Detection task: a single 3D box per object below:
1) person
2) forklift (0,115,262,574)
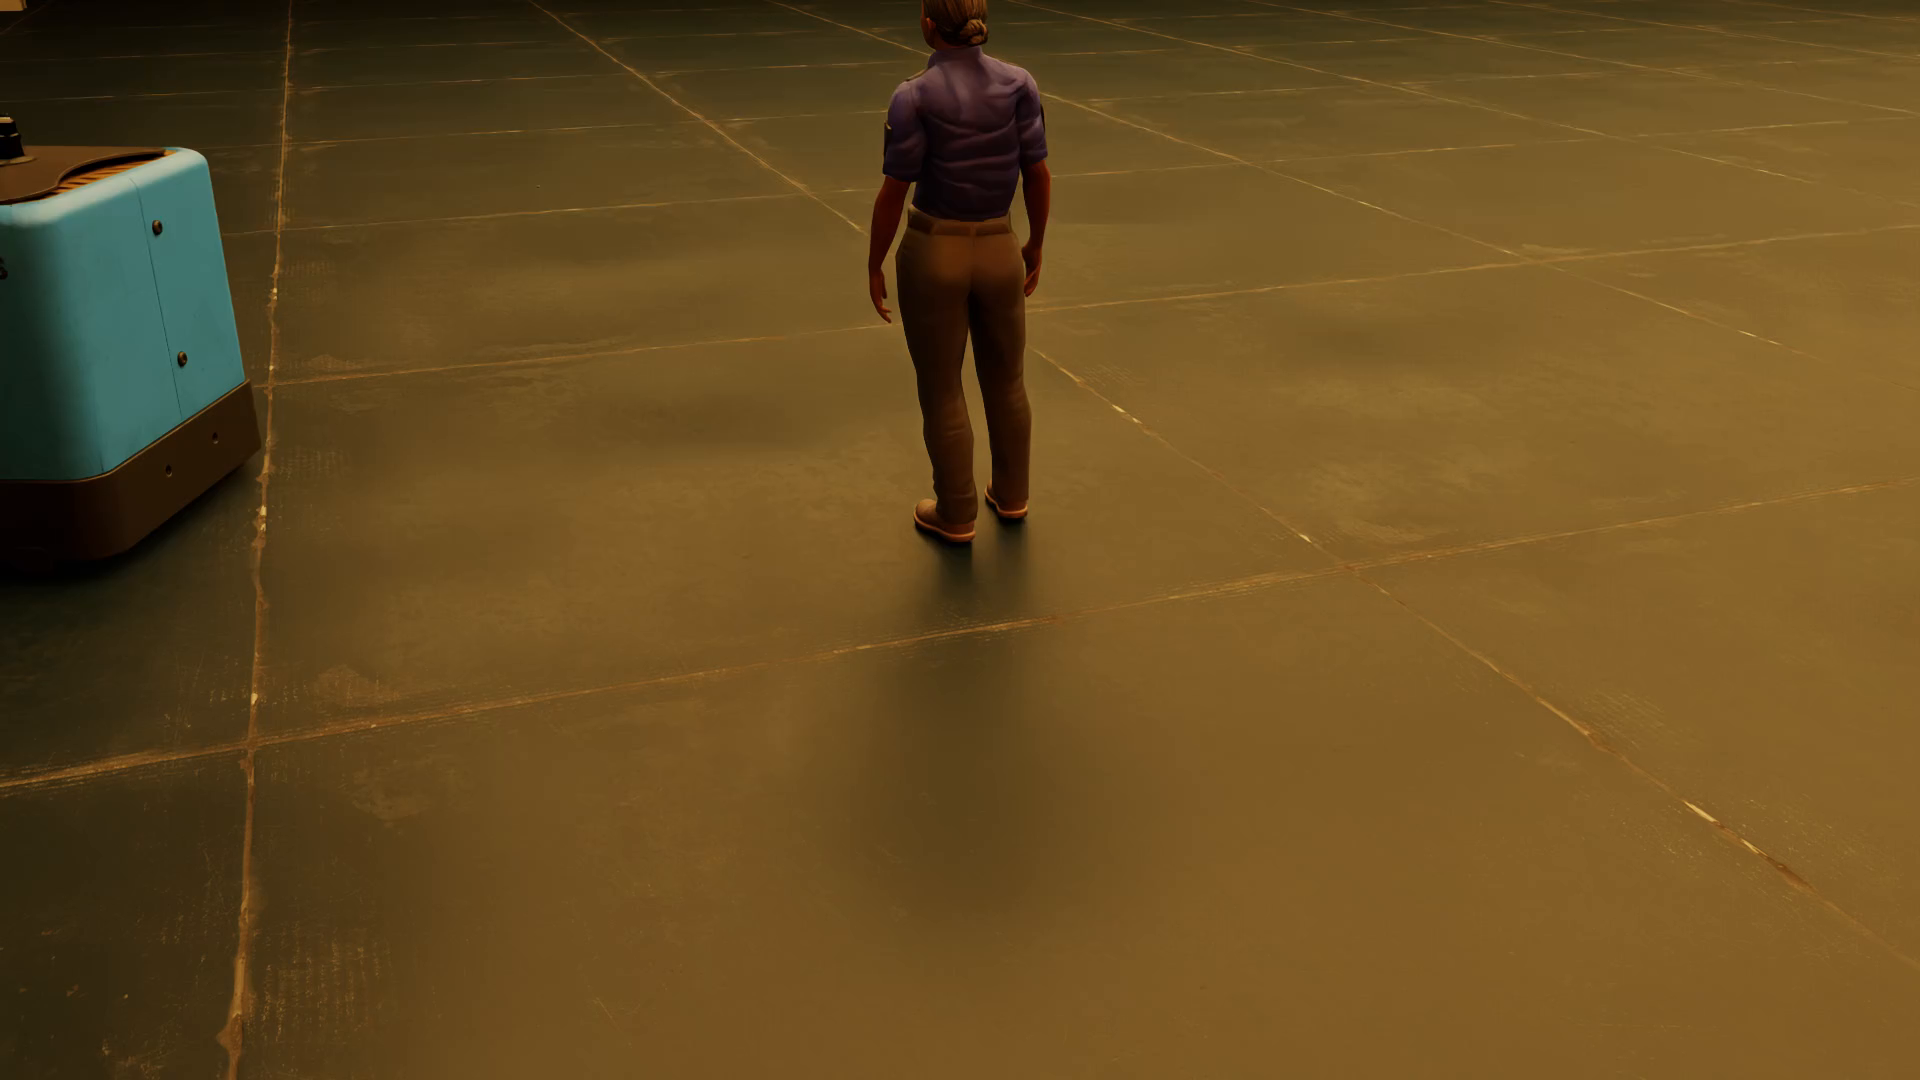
[{"bbox_3d":[-0.011,-0.804,4.838,0.569,1.656,0.503,-8,24,-18],"label":"person"},{"bbox_3d":[-3.901,-1.457,4.763,3.031,2.935,1.130,1,23,3],"label":"forklift"}]
